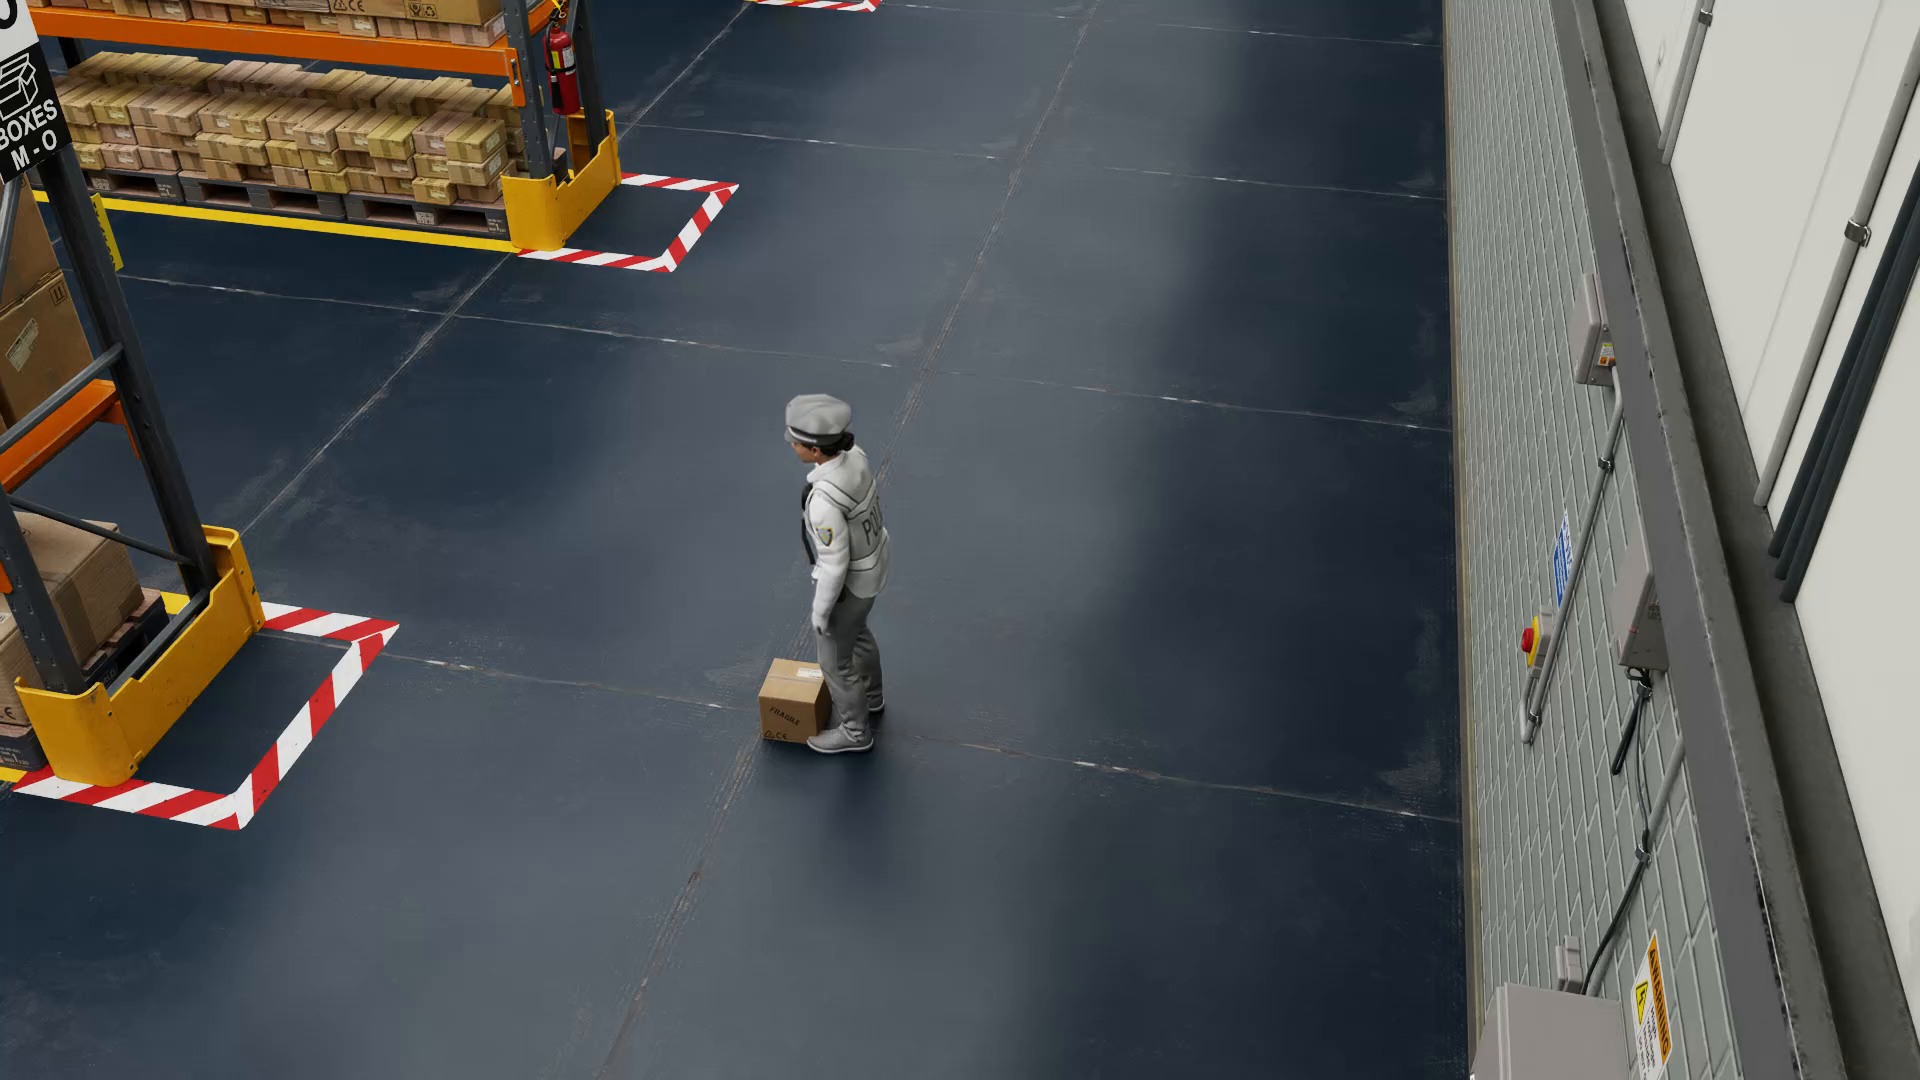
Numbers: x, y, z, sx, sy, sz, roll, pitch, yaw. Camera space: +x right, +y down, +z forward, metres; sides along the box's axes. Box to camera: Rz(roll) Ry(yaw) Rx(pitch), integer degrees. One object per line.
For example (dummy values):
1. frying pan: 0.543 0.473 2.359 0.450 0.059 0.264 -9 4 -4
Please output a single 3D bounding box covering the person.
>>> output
1. person: -0.479 0.160 6.746 0.377 1.663 0.531 7 37 10
